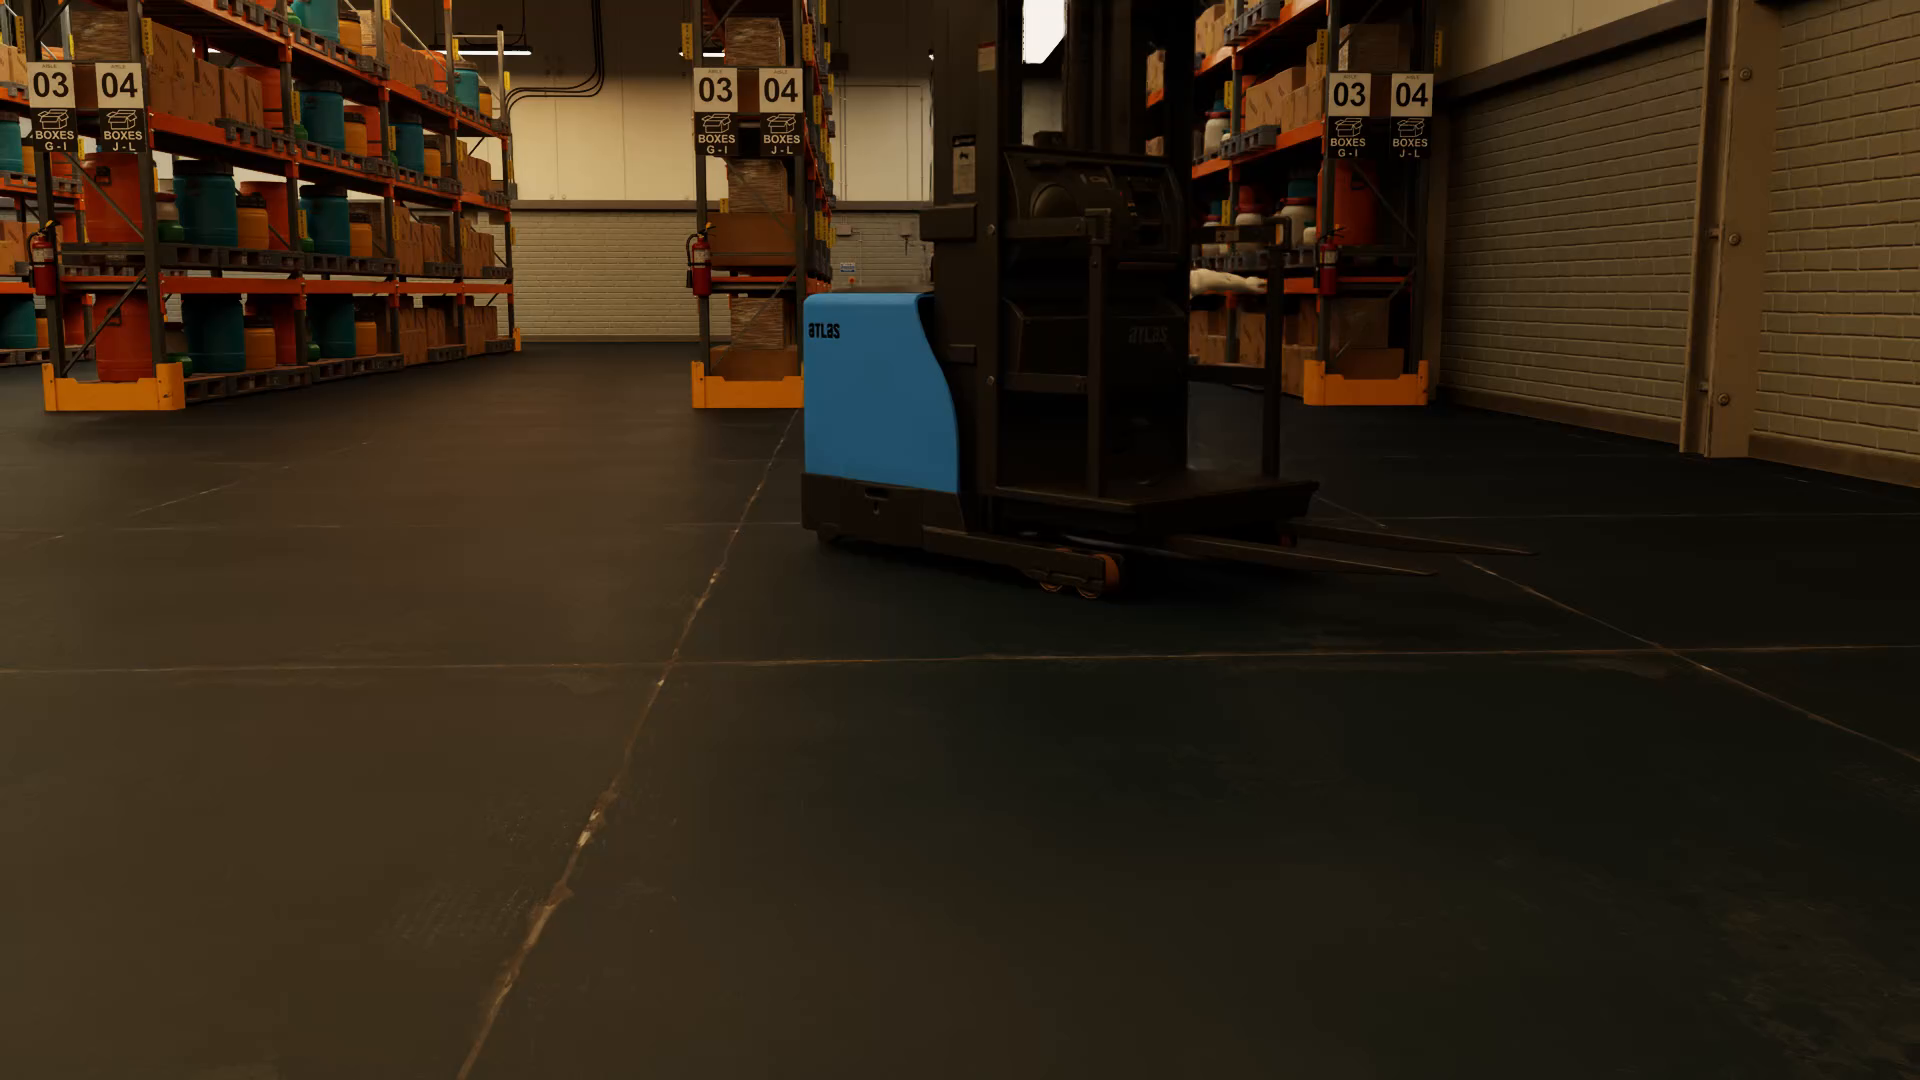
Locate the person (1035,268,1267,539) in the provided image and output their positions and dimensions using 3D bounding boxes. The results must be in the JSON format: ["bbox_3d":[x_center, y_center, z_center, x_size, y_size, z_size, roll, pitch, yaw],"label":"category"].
[{"bbox_3d":[0.914,-0.713,7.649,1.308,1.360,0.687,-2,9,-15],"label":"person"}]

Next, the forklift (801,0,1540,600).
[{"bbox_3d":[0.671,-1.322,6.234,1.130,2.935,3.031,-7,11,-41],"label":"forklift"}]
